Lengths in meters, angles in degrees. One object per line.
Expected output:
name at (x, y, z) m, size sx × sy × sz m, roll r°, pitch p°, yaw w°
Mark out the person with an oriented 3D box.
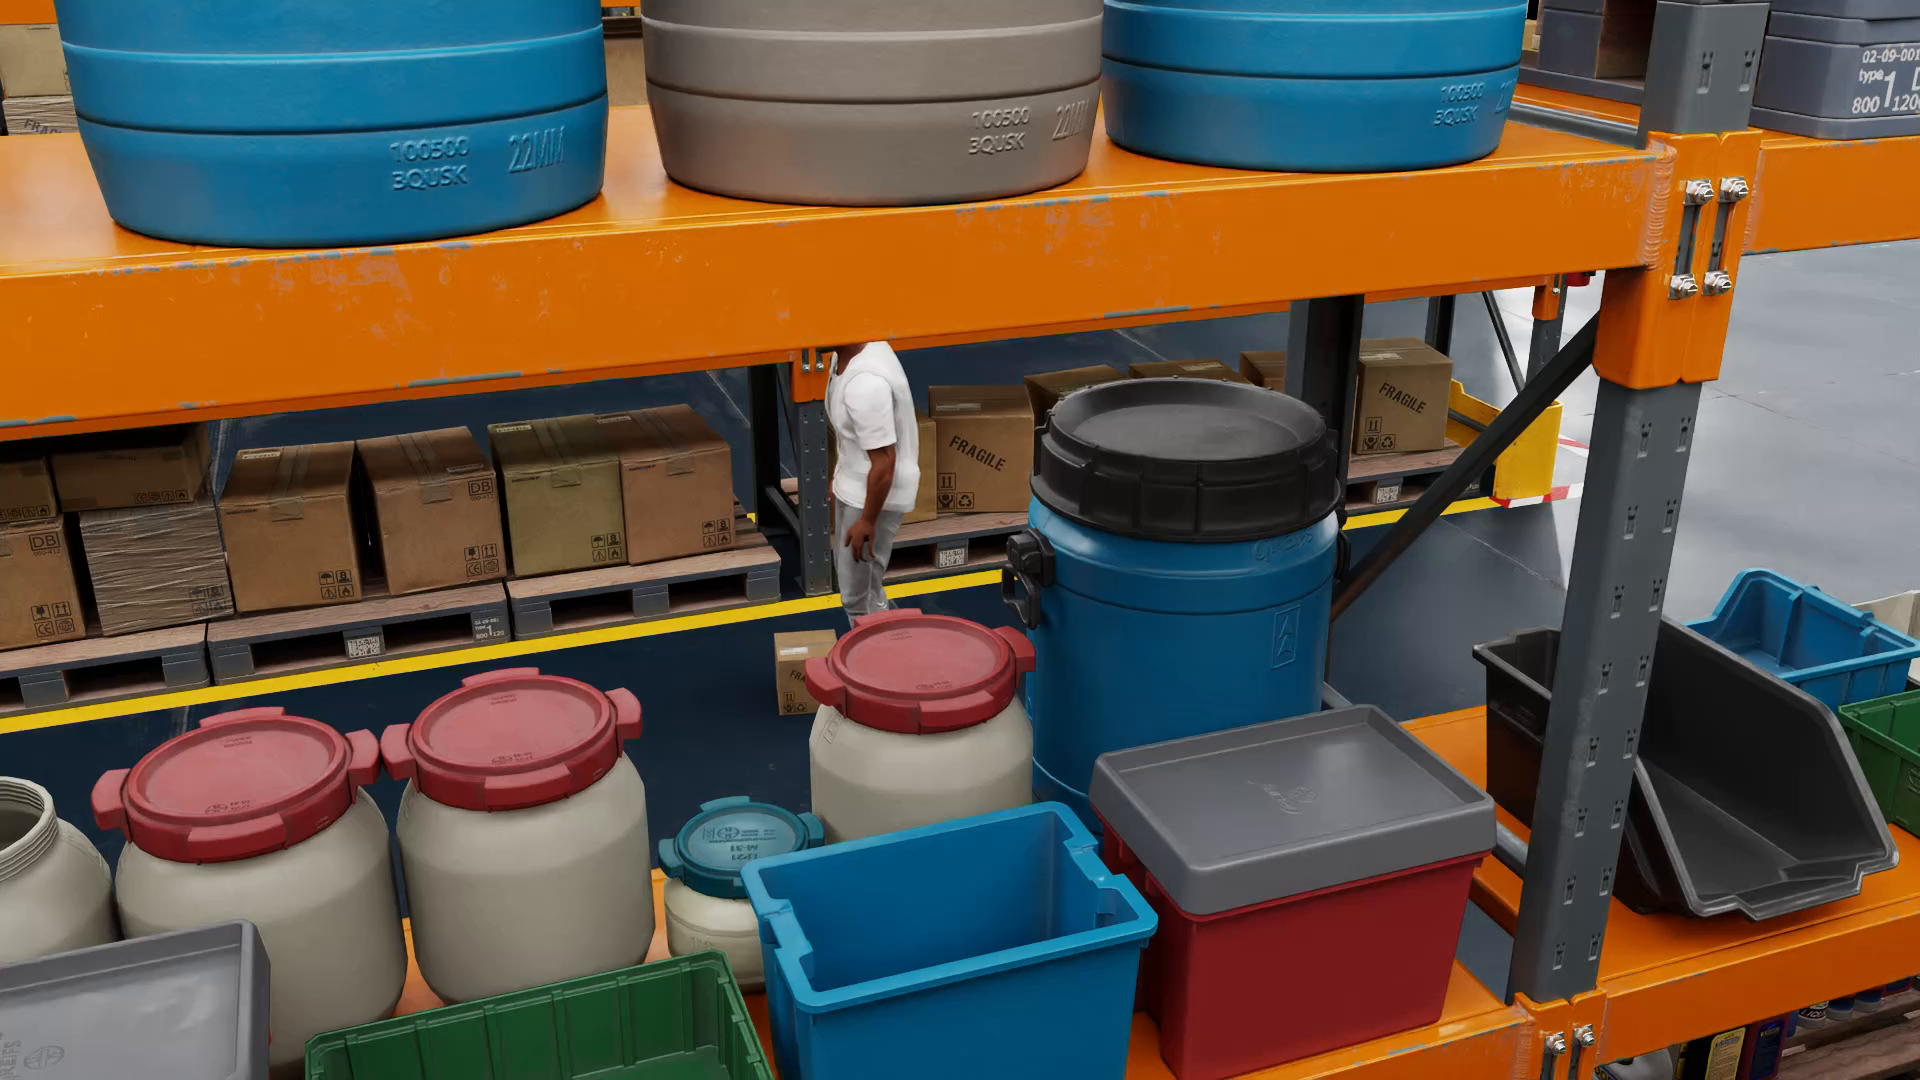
person at (-0.394, -0.172, 6.486) m, size 0.455 × 1.760 × 0.635 m, roll -4°, pitch 23°, yaw -9°
